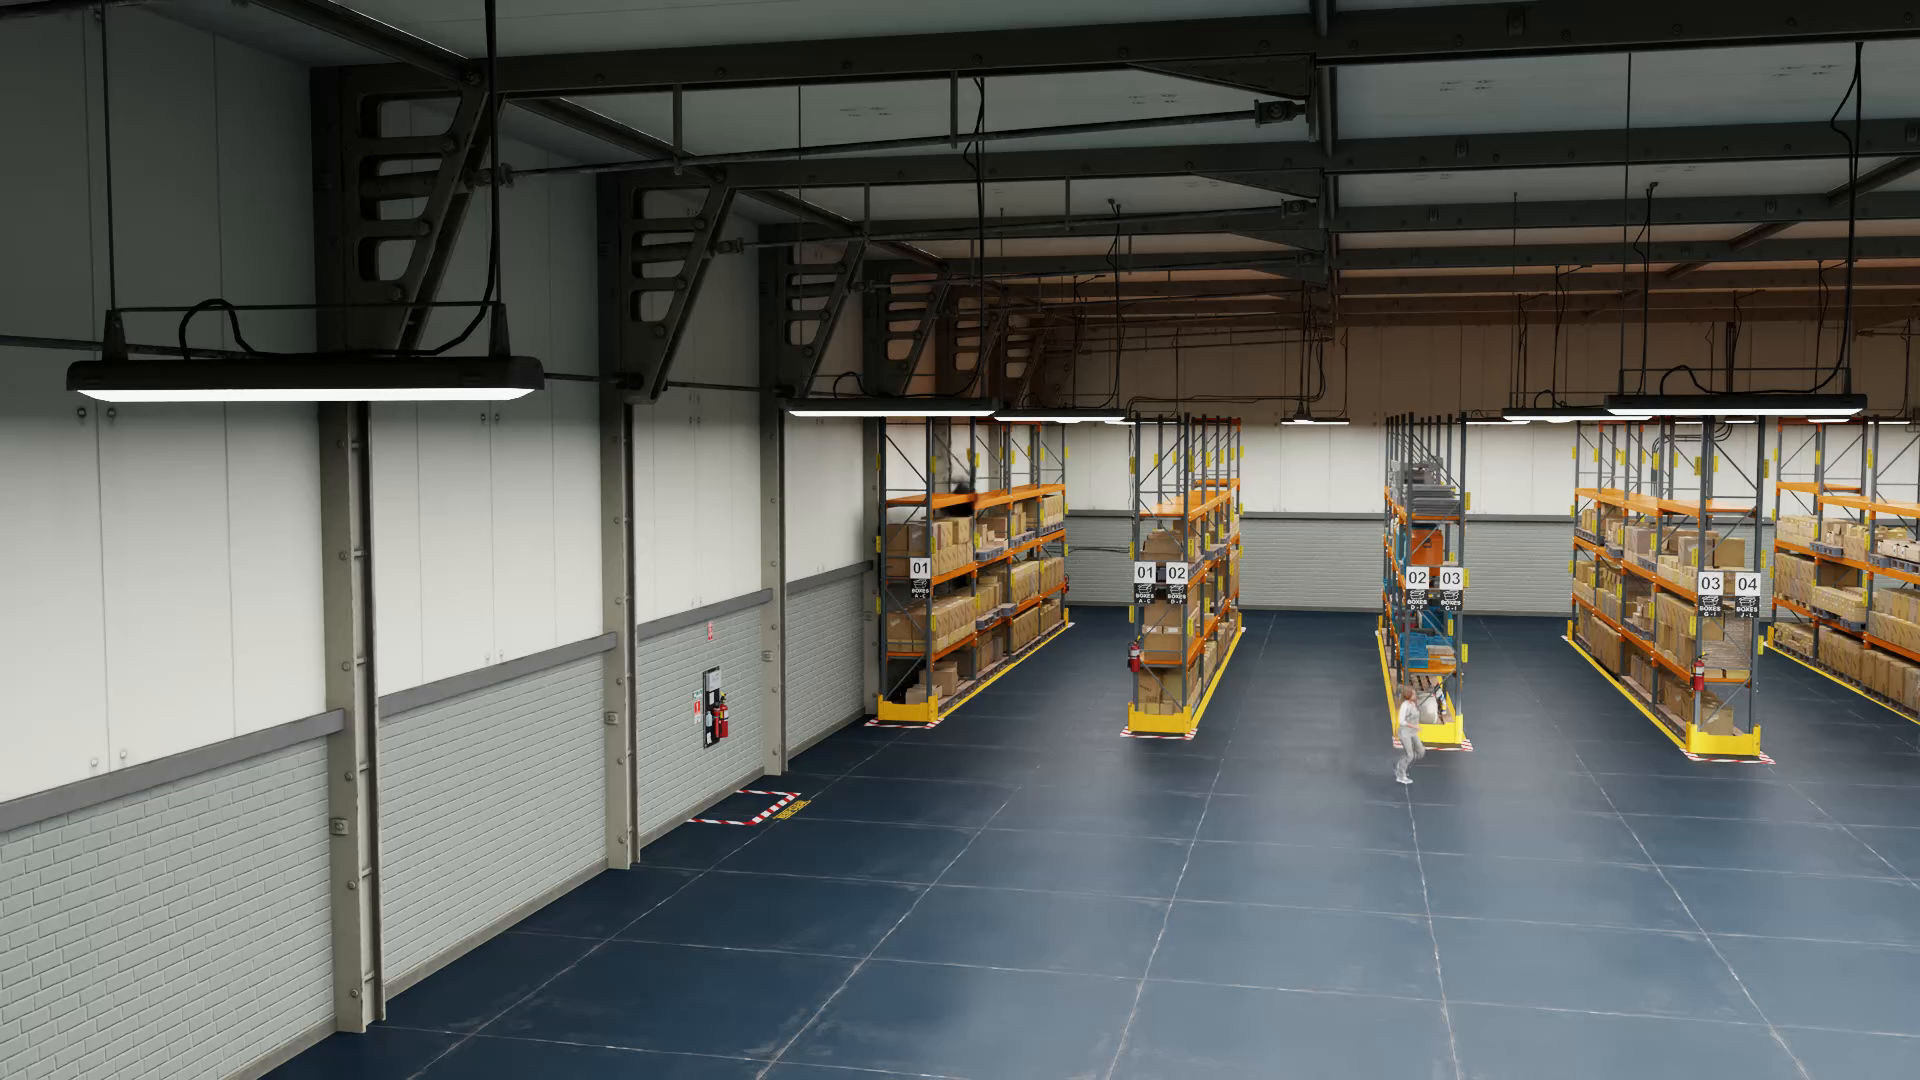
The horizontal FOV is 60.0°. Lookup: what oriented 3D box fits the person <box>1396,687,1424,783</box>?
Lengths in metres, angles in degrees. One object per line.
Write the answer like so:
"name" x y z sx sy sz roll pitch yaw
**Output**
"person" 7.212 3.144 26.650 0.520 1.539 0.540 3 5 39
